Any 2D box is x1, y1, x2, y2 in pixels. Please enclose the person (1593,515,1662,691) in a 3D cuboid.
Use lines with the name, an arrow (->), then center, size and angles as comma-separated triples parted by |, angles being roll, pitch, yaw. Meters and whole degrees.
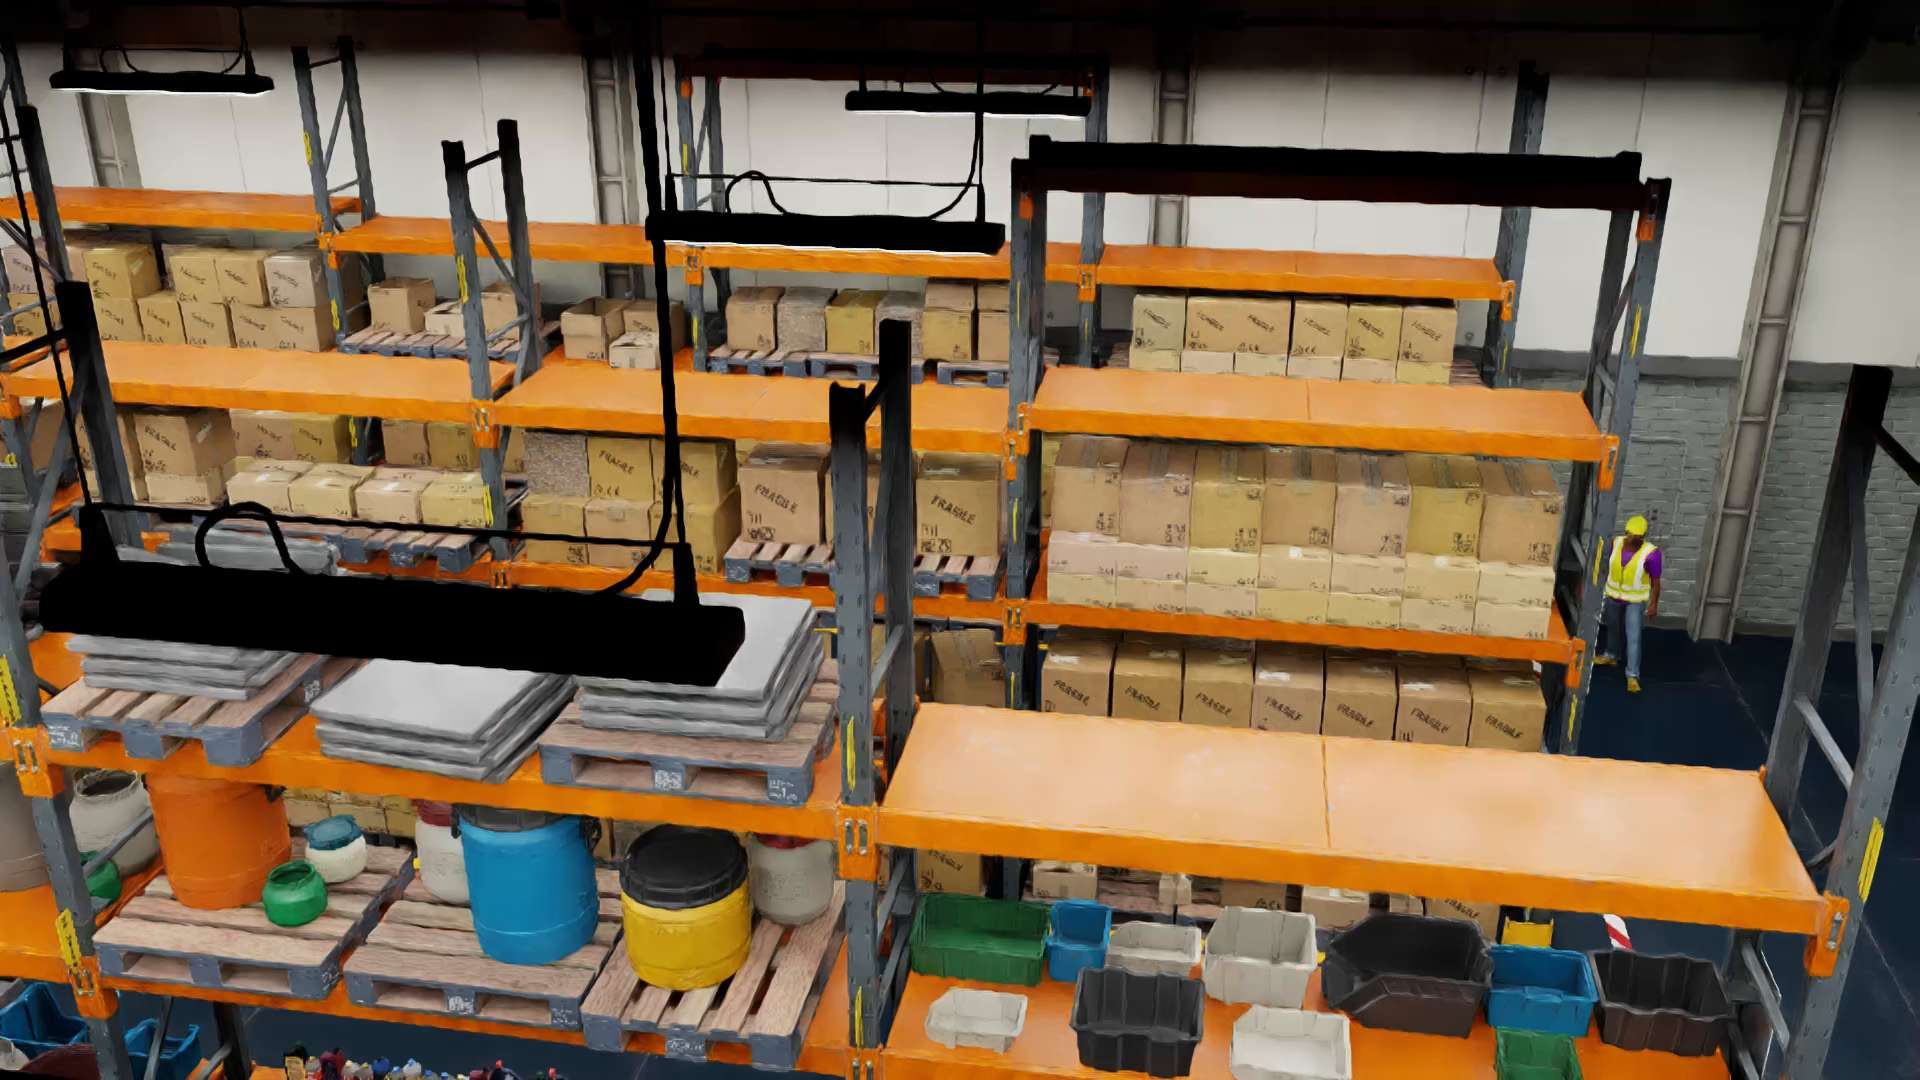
person -> 6.712, 0.584, 16.698 | 0.567, 1.755, 0.744 | -19, 30, -38
